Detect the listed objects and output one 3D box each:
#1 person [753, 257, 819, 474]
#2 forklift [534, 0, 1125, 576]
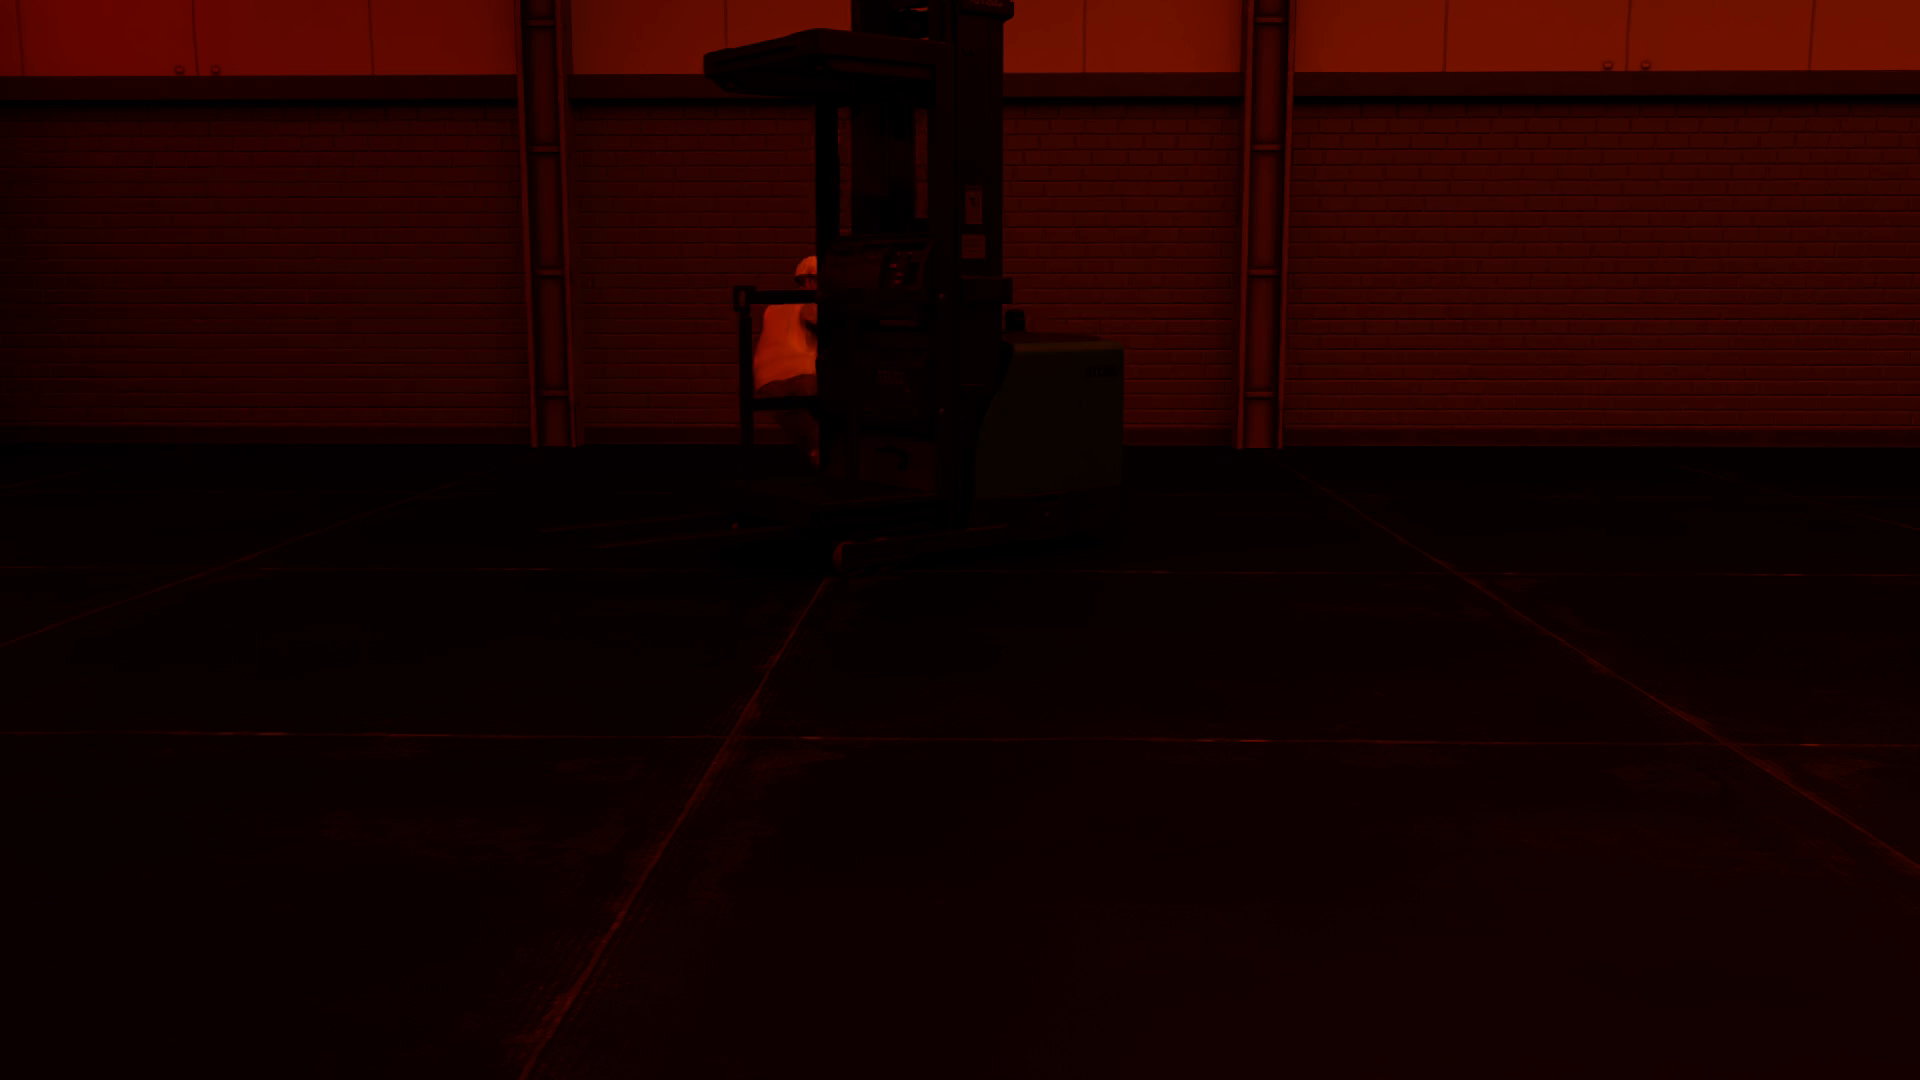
[{"bbox_3d":[-0.793,-0.970,10.213,0.960,1.519,0.929,3,9,19],"label":"person"},{"bbox_3d":[-0.595,-1.369,8.260,3.031,2.935,1.130,-6,11,-36],"label":"forklift"}]
